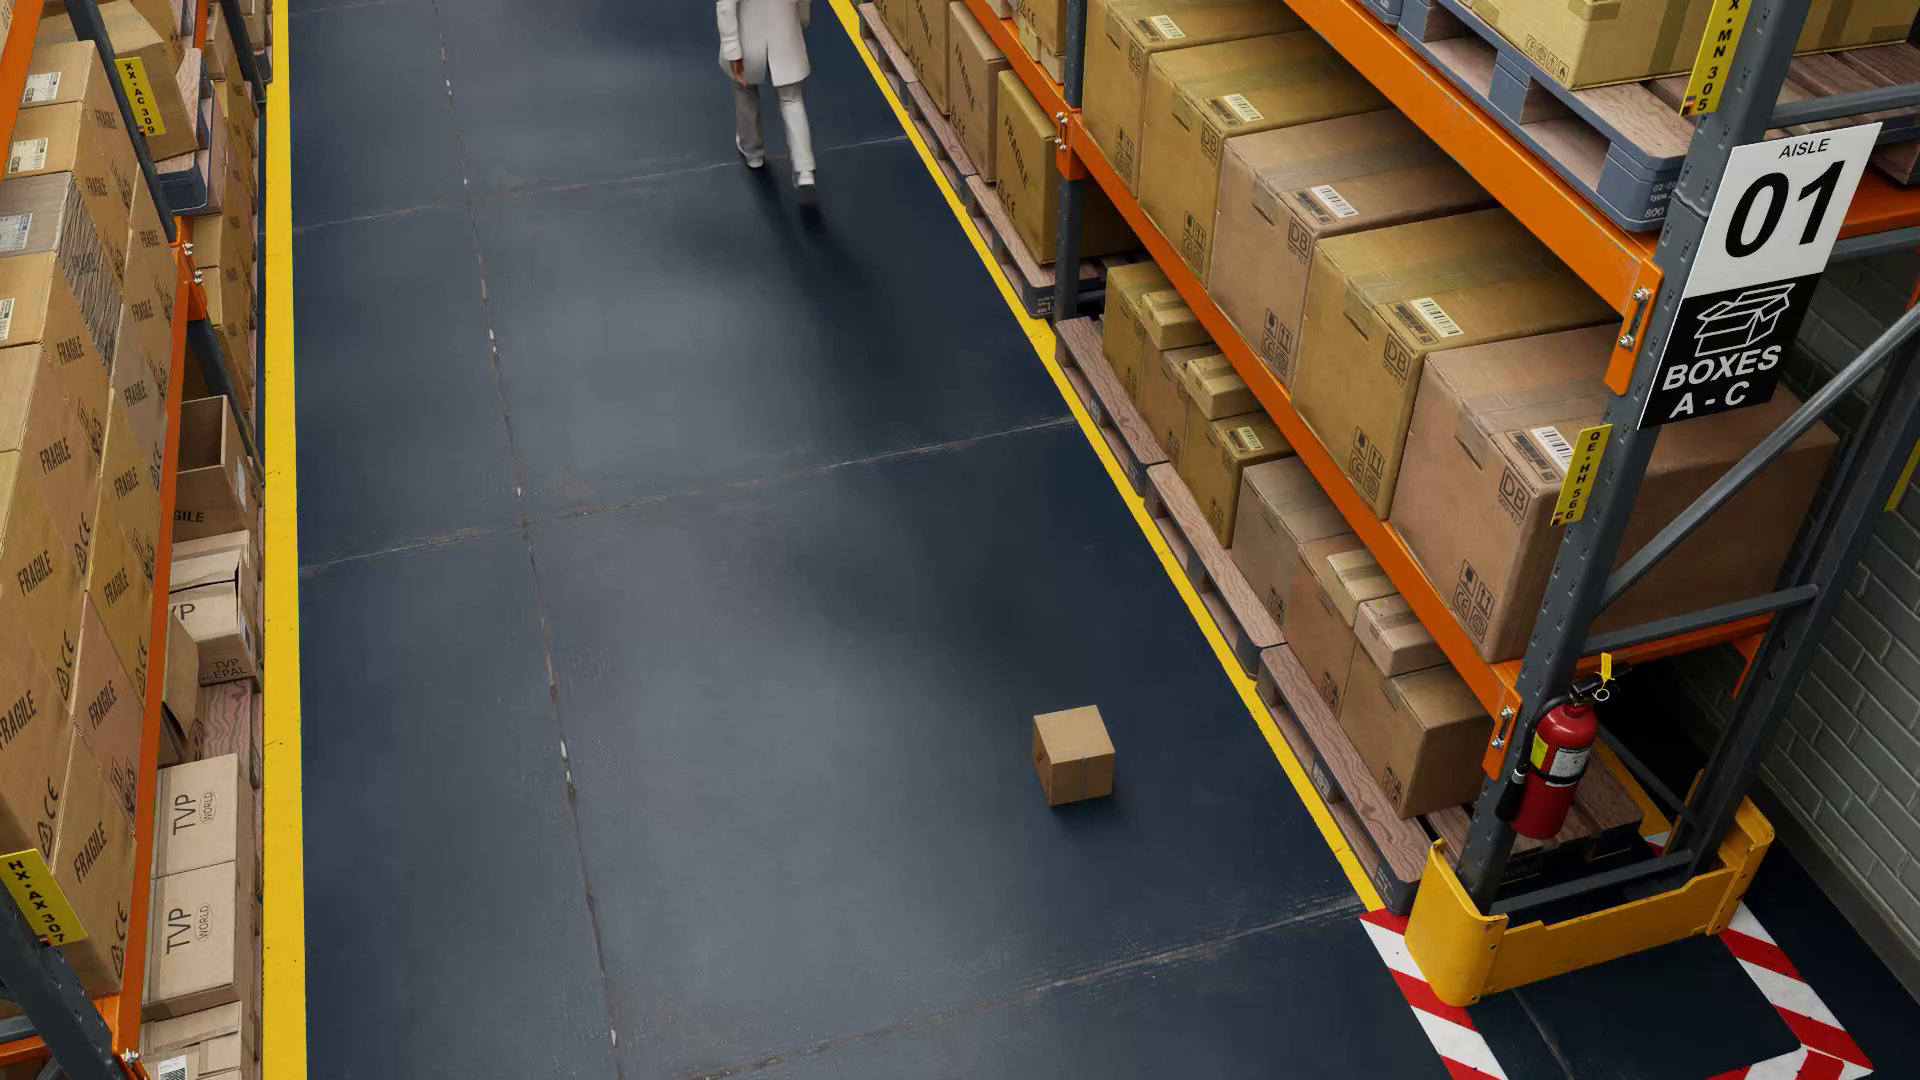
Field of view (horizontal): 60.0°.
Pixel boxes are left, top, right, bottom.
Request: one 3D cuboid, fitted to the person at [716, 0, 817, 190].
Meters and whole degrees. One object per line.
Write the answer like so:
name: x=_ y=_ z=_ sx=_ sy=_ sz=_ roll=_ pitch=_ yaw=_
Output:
person: x=-1.084 y=-2.806 z=9.319 sx=0.555 sy=1.741 sz=1.035 roll=-11 pitch=43 yaw=-12
